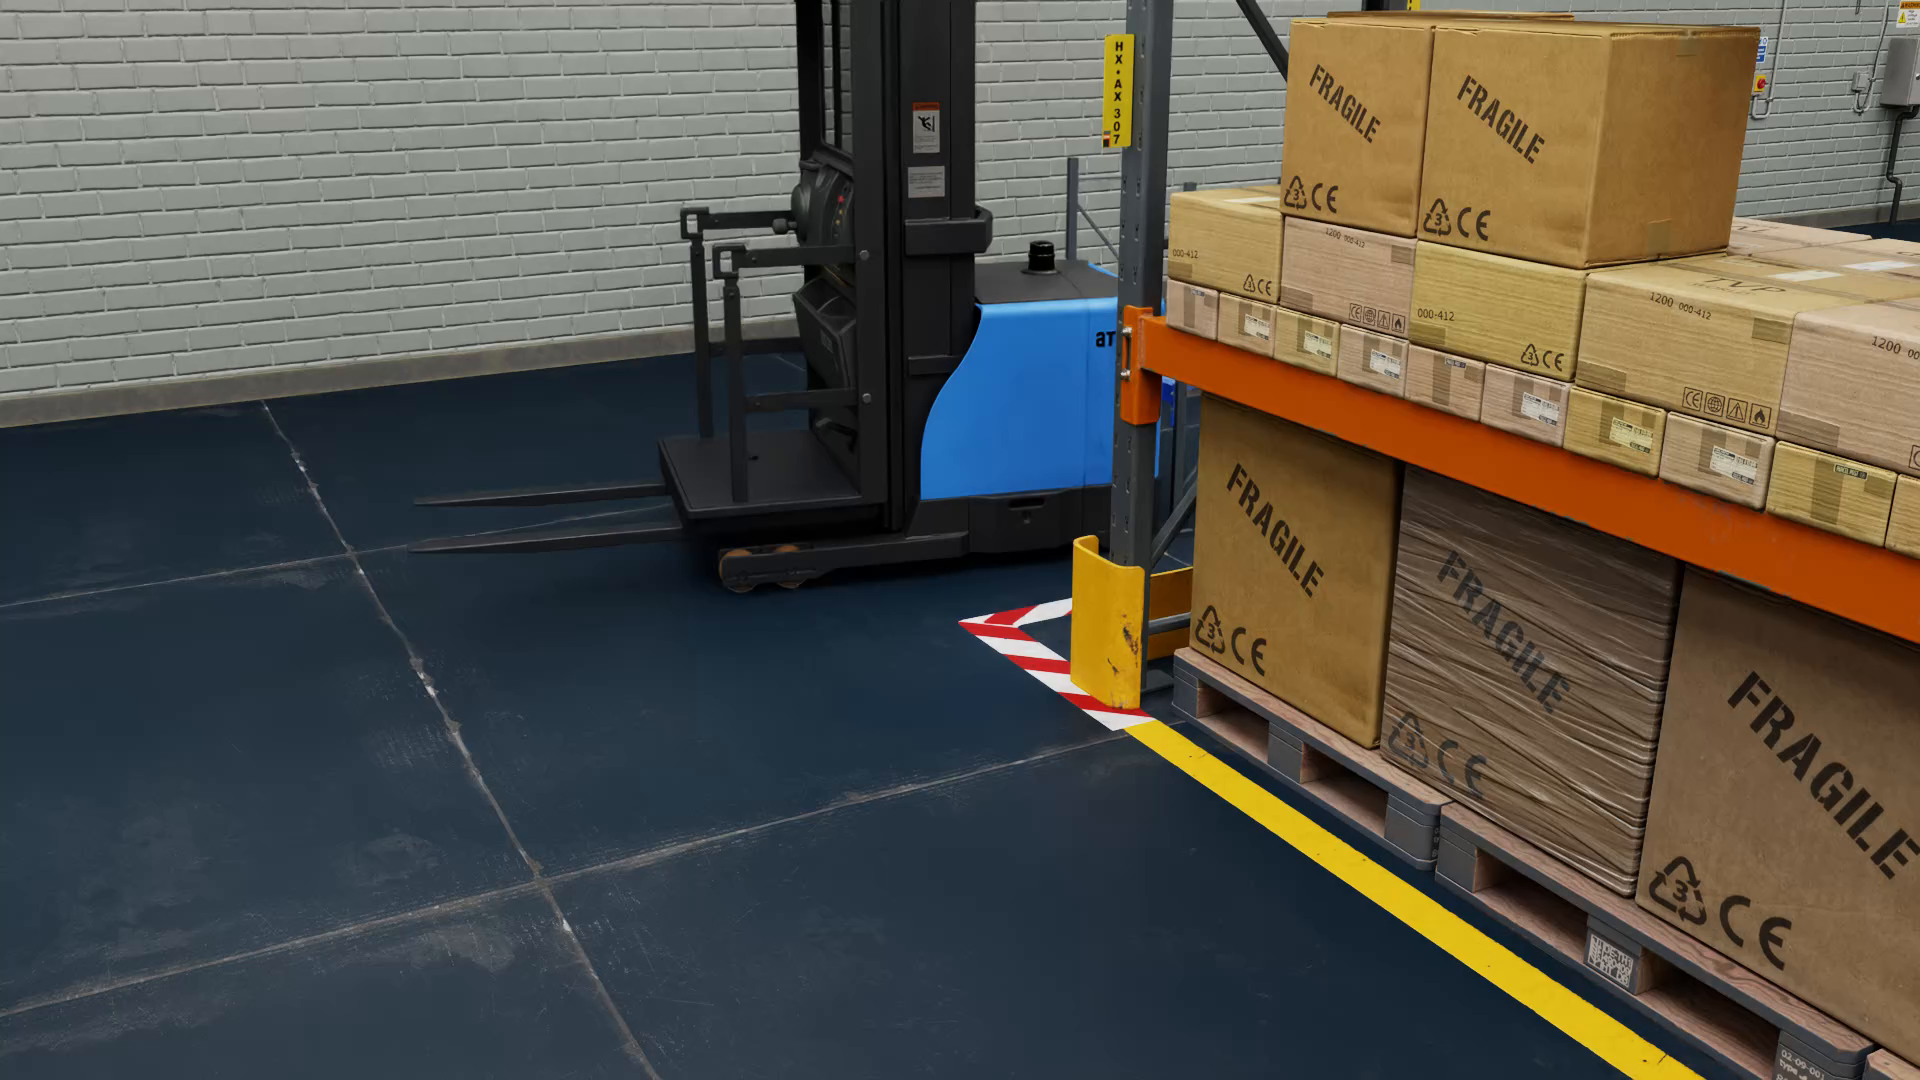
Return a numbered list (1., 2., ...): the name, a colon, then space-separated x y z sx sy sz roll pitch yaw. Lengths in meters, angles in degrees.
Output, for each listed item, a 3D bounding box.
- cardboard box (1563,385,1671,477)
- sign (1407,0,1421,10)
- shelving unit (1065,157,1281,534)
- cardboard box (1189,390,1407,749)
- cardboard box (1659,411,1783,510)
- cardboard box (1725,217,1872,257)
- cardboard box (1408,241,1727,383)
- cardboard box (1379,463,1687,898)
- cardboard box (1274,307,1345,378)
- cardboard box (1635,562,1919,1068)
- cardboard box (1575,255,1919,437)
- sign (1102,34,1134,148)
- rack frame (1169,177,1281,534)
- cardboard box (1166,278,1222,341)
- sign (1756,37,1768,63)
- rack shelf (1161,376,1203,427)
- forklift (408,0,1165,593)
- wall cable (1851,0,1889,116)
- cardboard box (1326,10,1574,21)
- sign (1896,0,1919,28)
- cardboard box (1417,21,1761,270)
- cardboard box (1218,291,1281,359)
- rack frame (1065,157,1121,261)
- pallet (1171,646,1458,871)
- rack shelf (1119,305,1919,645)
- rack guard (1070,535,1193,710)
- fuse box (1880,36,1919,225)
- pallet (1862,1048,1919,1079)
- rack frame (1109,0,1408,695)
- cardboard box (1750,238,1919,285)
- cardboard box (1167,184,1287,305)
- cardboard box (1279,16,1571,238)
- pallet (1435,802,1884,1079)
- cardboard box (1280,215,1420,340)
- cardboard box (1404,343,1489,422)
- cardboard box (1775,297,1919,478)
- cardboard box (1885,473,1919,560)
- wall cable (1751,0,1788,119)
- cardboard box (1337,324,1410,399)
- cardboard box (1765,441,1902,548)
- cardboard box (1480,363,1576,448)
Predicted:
1. cardboard box: 1.574 -0.267 3.691 0.380 0.149 0.250 -11 22 -28
2. sign: 1.448 -1.719 5.377 0.100 0.325 0.005 -10 21 -27
3. shelving unit: 0.933 -0.919 7.497 0.538 1.500 1.048 -8 21 -23
4. cardboard box: 1.338 -0.003 5.154 0.875 0.875 0.875 -10 21 -27
5. cardboard box: 1.700 -0.192 3.474 0.380 0.149 0.250 -10 21 -26
6. cardboard box: 1.910 -0.660 4.219 0.500 0.250 0.500 -11 22 -28
7. cardboard box: 1.442 -0.577 3.979 0.500 0.250 0.500 -11 22 -28
8. cardboard box: 1.771 0.259 4.397 0.875 0.875 0.875 -10 21 -27
9. cardboard box: 1.087 -0.561 4.544 0.380 0.149 0.250 -11 22 -28
10. cardboard box: 2.193 0.514 3.657 0.875 0.875 0.875 -10 21 -27
11. cardboard box: 1.695 -0.428 3.547 0.500 0.250 0.500 -10 22 -28
12. sign: 0.473 -1.342 4.974 0.100 0.325 0.005 -10 21 -27
13. rack frame: 1.140 -0.768 7.058 0.500 1.500 0.032 -8 21 -23
14. cardboard box: 0.842 -0.708 4.970 0.380 0.149 0.250 -10 21 -26
15. sign: 6.916 -4.268 14.487 0.327 0.218 0.001 -10 21 -27
16. rack shelf: 0.933 -0.749 7.555 0.538 0.185 1.000 -8 21 -23
17. forklift: -0.730 -1.370 6.609 3.031 2.935 1.130 -5 20 -15
18. wall cable: 8.230 -4.833 14.982 0.588 1.984 0.122 -10 21 -27
19. cardboard box: 1.427 -1.305 4.939 0.500 0.500 0.500 -10 21 -26
20. sign: 8.758 -4.855 15.336 0.339 0.242 0.001 -10 21 -27
21. cardboard box: 1.443 -0.933 3.861 0.500 0.500 0.500 -11 22 -28
22. cardboard box: 0.965 -0.635 4.757 0.380 0.149 0.250 -10 22 -27
23. rack frame: 0.726 -1.071 7.936 0.500 1.500 0.032 -8 21 -23
24. pallet: 1.413 0.556 5.197 1.003 0.211 1.213 -10 21 -27
25. rack shelf: 1.914 -0.066 3.826 1.077 0.370 4.000 -10 21 -27
26. rack guard: 0.953 0.195 5.800 1.175 0.500 0.348 -10 21 -27
27. fuse box: 8.905 -3.804 15.533 0.539 1.711 0.414 -10 21 -27
28. pallet: 2.571 1.256 3.167 1.003 0.211 1.213 -10 21 -27
29. rack frame: 0.964 -0.980 5.373 1.000 3.000 0.127 -10 21 -27
30. cardboard box: 2.161 -0.511 3.787 0.500 0.250 0.500 -10 21 -27
31. cardboard box: 0.954 -0.870 4.828 0.500 0.250 0.500 -11 22 -28
32. cardboard box: 1.192 -1.081 4.290 0.500 0.500 0.500 -11 22 -28
33. pallet: 1.988 0.906 4.184 1.003 0.211 1.213 -10 21 -27
34. cardboard box: 1.207 -0.722 4.399 0.500 0.250 0.500 -10 22 -27
35. cardboard box: 1.332 -0.413 4.116 0.380 0.149 0.250 -10 22 -28
36. cardboard box: 1.932 -0.282 3.124 0.500 0.250 0.500 -10 21 -26
37. cardboard box: 1.941 -0.045 3.048 0.380 0.149 0.250 -10 21 -26
38. wall cable: 6.987 -4.625 14.331 0.585 1.953 0.123 -10 21 -27
39. cardboard box: 1.212 -0.487 4.328 0.380 0.149 0.250 -10 22 -27
40. cardboard box: 1.820 -0.119 3.261 0.380 0.149 0.250 -10 22 -28
41. cardboard box: 1.455 -0.339 3.902 0.380 0.149 0.250 -10 22 -27
